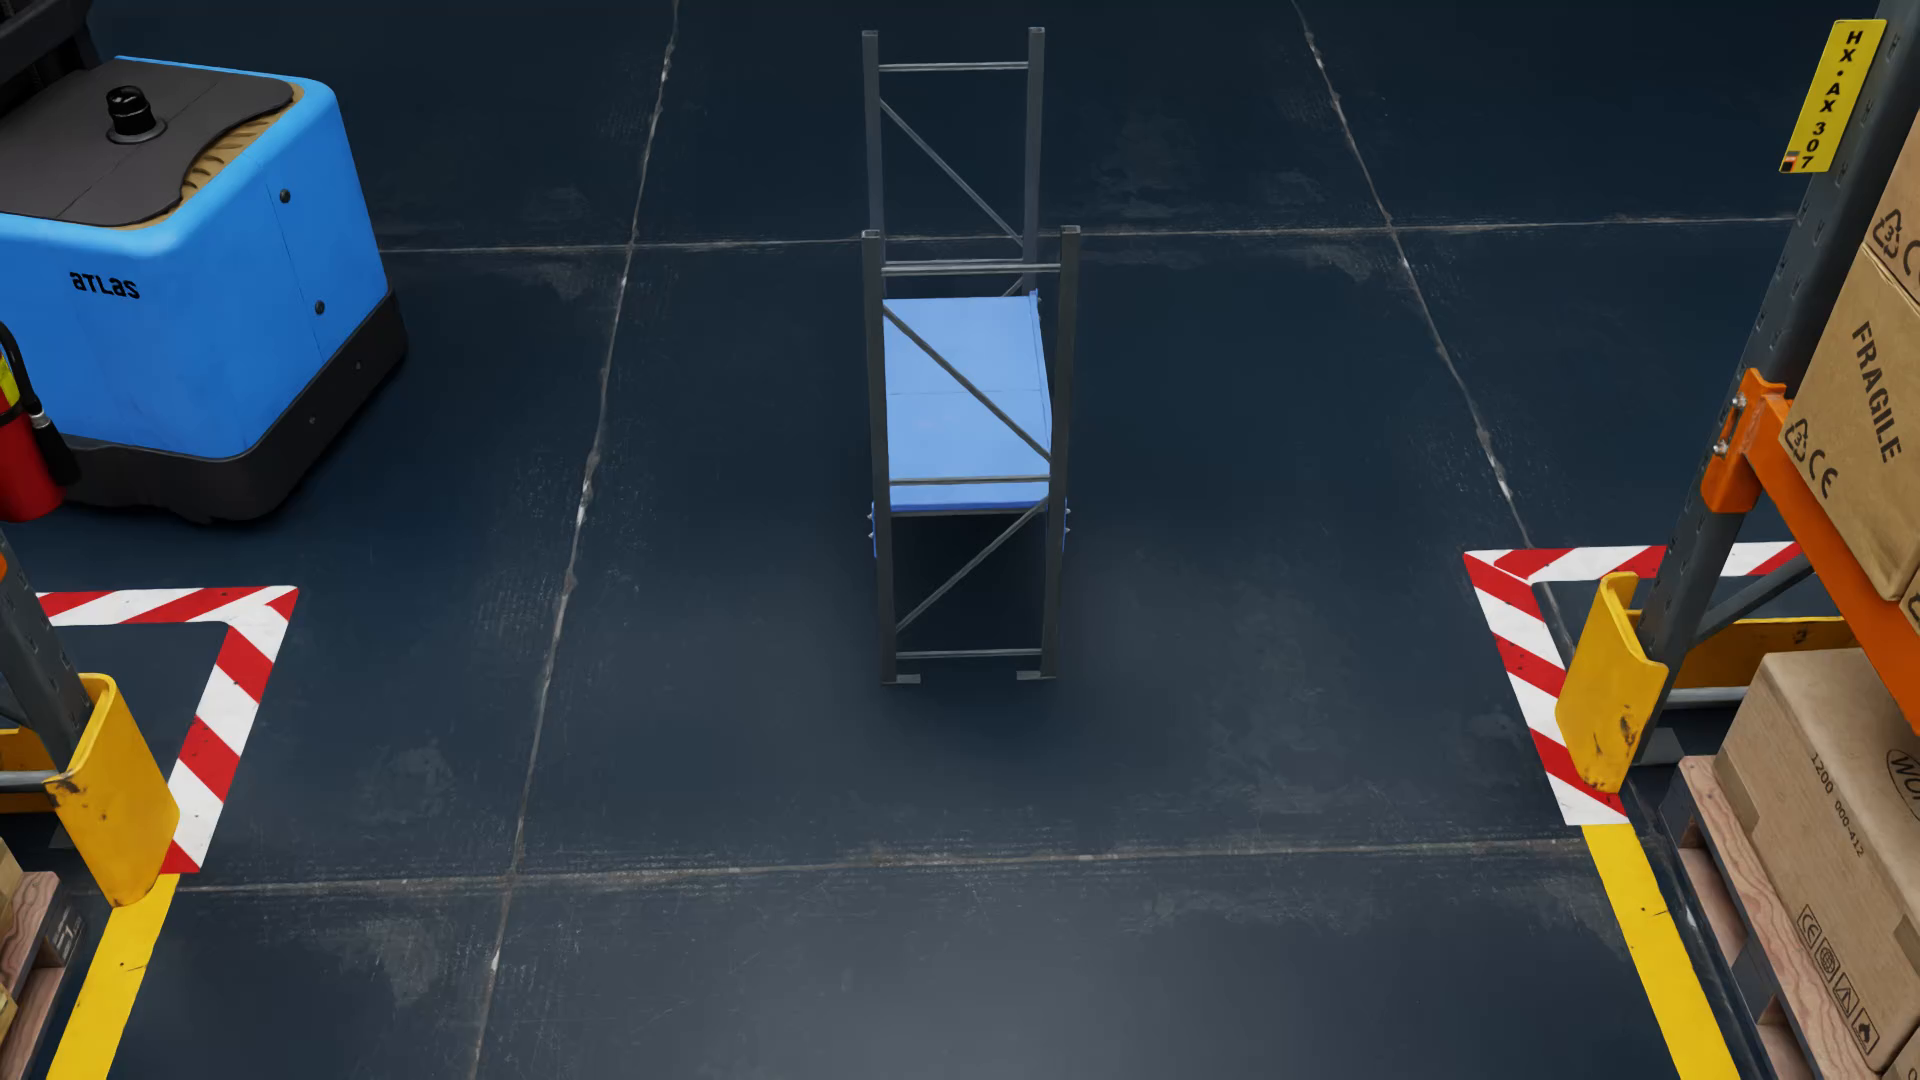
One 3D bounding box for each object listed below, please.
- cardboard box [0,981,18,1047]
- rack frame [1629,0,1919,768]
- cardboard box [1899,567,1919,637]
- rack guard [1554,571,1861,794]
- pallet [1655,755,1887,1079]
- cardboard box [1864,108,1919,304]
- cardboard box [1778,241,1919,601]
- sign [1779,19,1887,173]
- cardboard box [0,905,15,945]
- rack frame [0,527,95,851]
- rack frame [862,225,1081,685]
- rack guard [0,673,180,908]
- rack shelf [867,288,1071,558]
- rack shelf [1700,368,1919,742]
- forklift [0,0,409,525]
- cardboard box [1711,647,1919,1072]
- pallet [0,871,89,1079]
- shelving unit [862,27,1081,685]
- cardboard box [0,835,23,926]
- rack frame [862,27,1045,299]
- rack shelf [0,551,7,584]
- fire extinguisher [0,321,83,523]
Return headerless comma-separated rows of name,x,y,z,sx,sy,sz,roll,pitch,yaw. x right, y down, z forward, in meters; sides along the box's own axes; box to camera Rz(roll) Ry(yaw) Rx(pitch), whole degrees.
cardboard box,-2.324,1.092,3.638,0.380,0.149,0.250,0,43,0
rack frame,2.274,-0.535,3.614,1.000,3.000,0.127,-2,43,-2
cardboard box,2.057,0.101,2.846,0.500,0.500,0.500,-2,43,-2
rack guard,2.273,0.370,4.476,1.175,0.500,0.348,-2,43,-2
pallet,2.386,1.031,3.969,1.003,0.211,1.213,-2,43,-2
cardboard box,2.010,-0.608,2.879,0.500,0.500,0.500,-3,43,-3
cardboard box,2.008,-0.239,3.217,0.500,0.500,0.500,-2,43,-2
sign,1.719,-0.871,3.281,0.100,0.325,0.005,-2,43,-2
cardboard box,-2.436,0.921,3.824,0.380,0.149,0.250,-1,43,-1
rack frame,-2.667,-0.325,3.384,1.000,3.000,0.127,-2,43,-2
rack frame,0.025,-0.152,4.306,0.500,1.500,0.032,-2,43,-2
rack guard,-2.664,0.648,4.173,1.175,0.500,0.348,-2,43,-2
rack shelf,0.004,-0.363,4.802,0.538,0.185,1.000,-2,43,-2
rack shelf,2.359,1.081,2.384,1.077,0.370,4.000,-2,43,-2
forklift,-3.528,-1.659,4.891,3.031,2.935,1.130,9,43,10
cardboard box,2.402,0.698,3.854,0.875,0.438,0.875,-3,43,-3
pallet,-2.665,1.304,3.671,1.003,0.211,1.213,-2,43,-2
shelving unit,0.004,-0.495,4.680,0.538,1.500,1.048,-2,43,-2
cardboard box,-2.360,0.810,3.725,0.380,0.149,0.250,-3,43,-3
rack frame,-0.018,-0.838,5.055,0.500,1.500,0.032,-2,43,-2
rack shelf,-2.582,1.291,2.154,1.077,0.370,4.000,-2,43,-2
fire extinguisher,-2.217,-0.342,3.736,0.296,0.674,0.183,-2,43,-2
